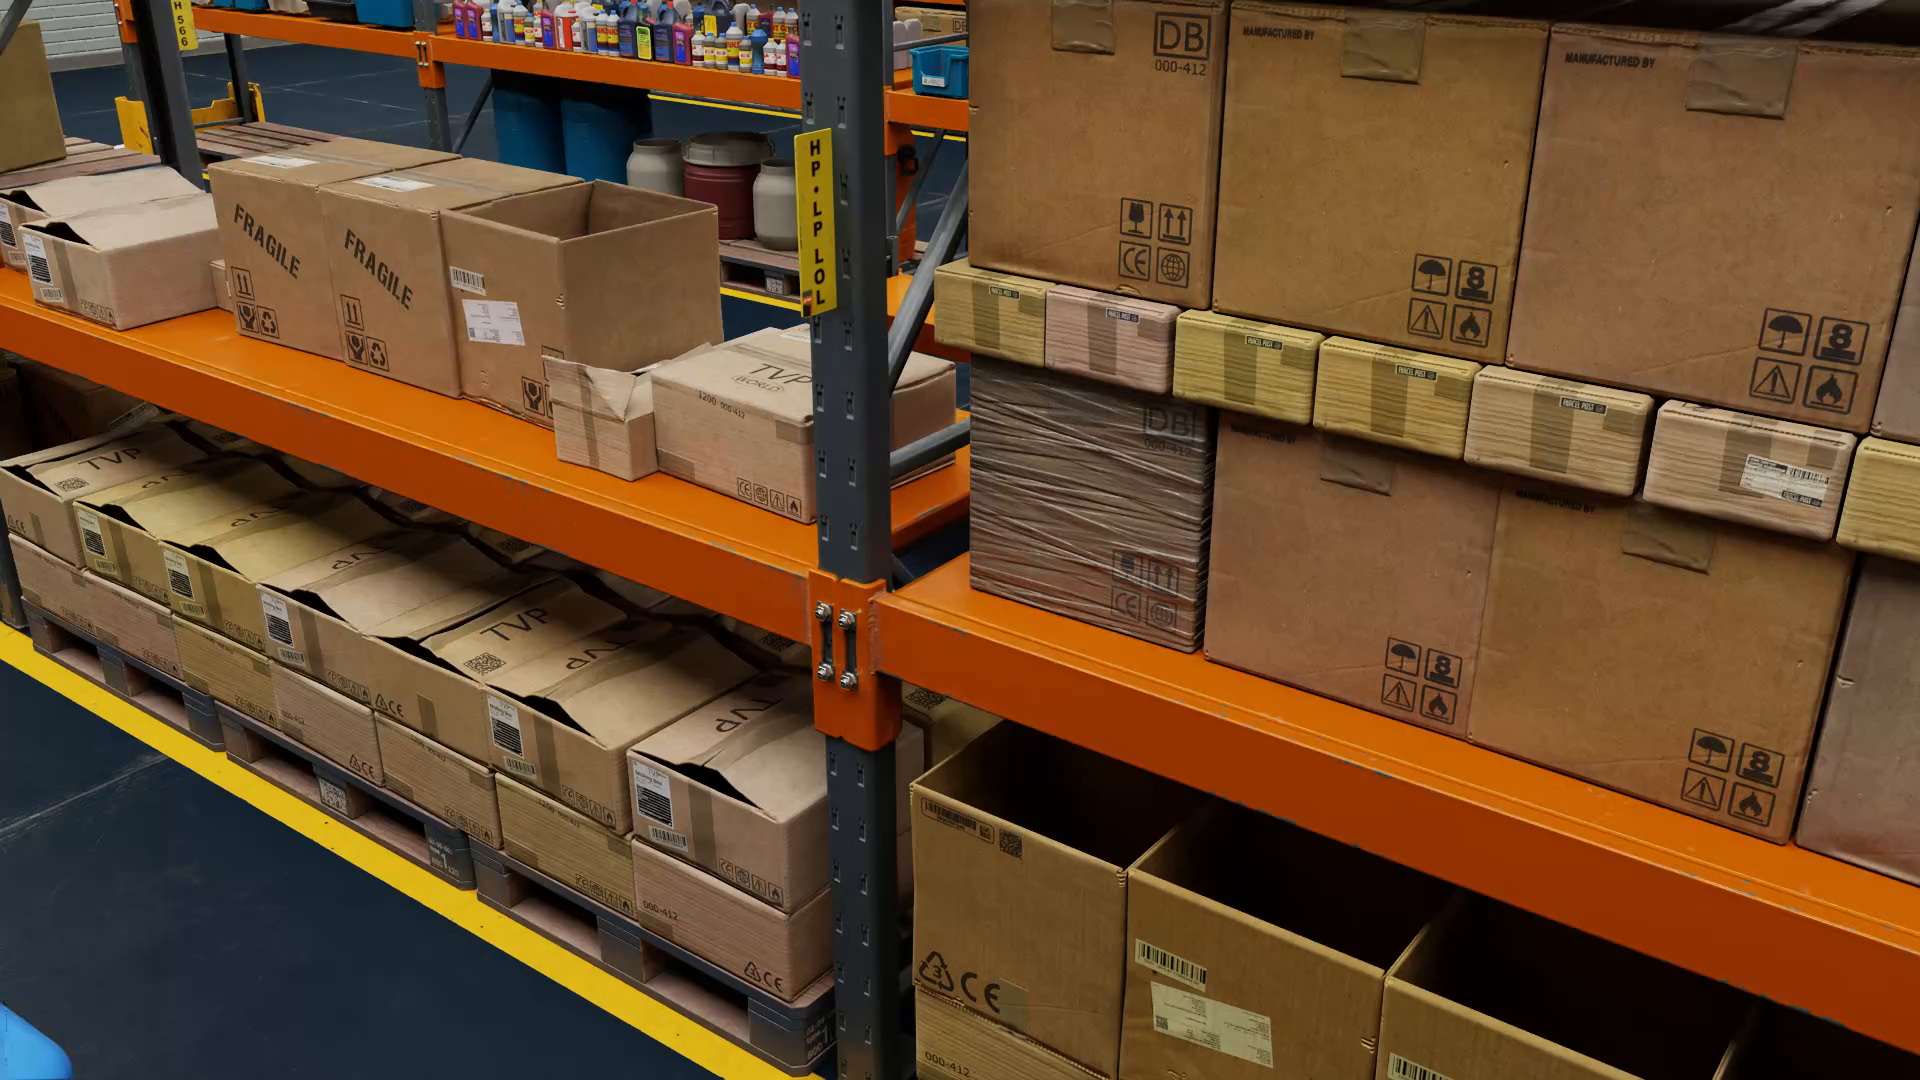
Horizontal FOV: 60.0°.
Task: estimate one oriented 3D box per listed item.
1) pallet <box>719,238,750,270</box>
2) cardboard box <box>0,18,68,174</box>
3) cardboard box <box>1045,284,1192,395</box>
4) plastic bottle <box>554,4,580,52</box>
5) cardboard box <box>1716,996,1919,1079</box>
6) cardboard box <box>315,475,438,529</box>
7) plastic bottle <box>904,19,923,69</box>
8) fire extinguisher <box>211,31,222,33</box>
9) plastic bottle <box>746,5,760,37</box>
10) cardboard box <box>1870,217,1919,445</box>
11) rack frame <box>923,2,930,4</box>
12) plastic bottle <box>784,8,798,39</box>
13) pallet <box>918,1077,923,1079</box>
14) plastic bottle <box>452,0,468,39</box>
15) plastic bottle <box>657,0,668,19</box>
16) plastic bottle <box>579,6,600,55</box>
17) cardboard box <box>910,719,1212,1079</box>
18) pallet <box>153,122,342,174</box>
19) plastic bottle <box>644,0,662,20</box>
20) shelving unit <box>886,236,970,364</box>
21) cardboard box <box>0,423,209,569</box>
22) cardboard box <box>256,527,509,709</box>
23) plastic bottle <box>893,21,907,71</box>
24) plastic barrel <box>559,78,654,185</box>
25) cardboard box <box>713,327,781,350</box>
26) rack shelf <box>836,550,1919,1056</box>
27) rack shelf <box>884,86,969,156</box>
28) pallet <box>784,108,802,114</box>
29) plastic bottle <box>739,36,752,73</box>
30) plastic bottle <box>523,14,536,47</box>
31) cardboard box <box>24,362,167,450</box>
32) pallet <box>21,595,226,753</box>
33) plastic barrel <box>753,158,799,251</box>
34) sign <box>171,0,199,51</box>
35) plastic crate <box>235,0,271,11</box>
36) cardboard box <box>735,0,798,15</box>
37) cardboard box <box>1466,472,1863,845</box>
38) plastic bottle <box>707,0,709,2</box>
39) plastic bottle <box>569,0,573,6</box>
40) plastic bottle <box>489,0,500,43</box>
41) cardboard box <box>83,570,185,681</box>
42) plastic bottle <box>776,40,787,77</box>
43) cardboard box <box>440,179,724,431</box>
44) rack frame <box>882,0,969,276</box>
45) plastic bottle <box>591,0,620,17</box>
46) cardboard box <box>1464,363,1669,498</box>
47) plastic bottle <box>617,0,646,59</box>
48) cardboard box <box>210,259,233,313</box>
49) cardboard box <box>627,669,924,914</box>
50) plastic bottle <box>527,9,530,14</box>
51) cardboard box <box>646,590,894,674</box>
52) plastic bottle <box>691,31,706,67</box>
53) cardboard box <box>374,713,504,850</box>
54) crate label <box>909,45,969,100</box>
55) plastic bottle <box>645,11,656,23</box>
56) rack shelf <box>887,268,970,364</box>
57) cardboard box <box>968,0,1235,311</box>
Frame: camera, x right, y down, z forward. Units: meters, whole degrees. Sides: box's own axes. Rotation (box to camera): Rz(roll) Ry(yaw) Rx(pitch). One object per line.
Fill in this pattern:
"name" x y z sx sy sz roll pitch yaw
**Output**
"pallet" -1.792 -2.010 11.049 1.213 0.211 1.003 17 29 33
"cardboard box" -3.710 -1.570 5.948 0.500 0.500 0.700 7 25 16
"cardboard box" 0.362 -0.403 3.017 0.250 0.149 0.380 17 29 34
"plastic bottle" -2.482 -3.265 10.594 0.135 0.276 0.152 17 29 33
"cardboard box" 1.448 1.049 2.608 0.500 0.500 0.500 17 29 33
"cardboard box" -1.749 -0.113 5.480 0.500 0.311 0.500 17 29 33
"plastic bottle" -0.317 -2.965 9.914 0.135 0.276 0.152 17 29 33
"fire extinguisher" -6.414 -4.725 14.312 0.183 0.674 0.296 17 29 33
"plastic bottle" -1.317 -3.280 10.633 0.097 0.271 0.097 0 24 0
"cardboard box" 1.626 -0.419 2.248 0.500 0.500 0.700 17 29 33
"rack frame" -0.395 -5.379 15.237 0.127 3.000 1.000 17 29 33
"plastic bottle" -1.055 -3.200 10.452 0.097 0.271 0.097 0 24 0
"pallet" 0.674 1.233 3.690 1.213 0.211 1.003 17 29 33
"plastic bottle" -3.328 -3.501 11.120 0.133 0.283 0.061 17 29 33
"plastic bottle" -1.927 -3.387 10.877 0.097 0.271 0.097 0 24 0
"plastic bottle" -2.297 -3.209 10.467 0.135 0.276 0.152 17 29 33
"cardboard box" 0.246 0.687 3.429 0.500 0.500 0.500 17 29 33
"pallet" -5.929 -3.260 13.887 1.213 0.211 1.003 17 29 33
"plastic bottle" -2.052 -3.490 11.104 0.135 0.276 0.152 17 29 33
"shelving unit" -0.005 -0.516 6.527 1.048 1.125 0.538 17 29 33
"cardboard box" -2.895 -0.185 5.644 0.500 0.311 0.500 18 29 35
"cardboard box" -1.651 0.187 4.799 0.500 0.311 0.500 16 29 33
"plastic bottle" -0.408 -2.916 9.803 0.135 0.276 0.152 17 29 33
"plastic barrel" -2.373 -2.704 11.249 0.708 0.901 0.600 17 29 33
"cardboard box" -0.524 -0.414 4.281 0.250 0.149 0.380 17 29 33
"rack shelf" 1.663 0.564 2.642 4.000 0.370 1.077 17 29 33
"rack shelf" 1.436 -2.000 8.462 4.000 0.370 1.077 17 29 33
"pallet" -0.956 -4.312 16.274 1.213 0.211 1.003 17 29 33
"plastic bottle" -1.244 -2.843 9.728 0.097 0.201 0.097 0 24 0
"plastic bottle" -2.776 -3.306 10.779 0.097 0.201 0.097 0 24 0
"cardboard box" -3.331 -0.476 6.664 0.500 0.500 0.500 18 30 35
"pallet" -2.503 0.272 5.872 1.213 0.211 1.003 17 29 33
"plastic barrel" -1.071 -2.088 10.332 0.421 0.512 0.421 0 24 0
"sign" -2.808 -1.926 5.965 0.005 0.325 0.100 17 29 33
"plastic crate" -5.272 -4.142 12.563 0.300 0.233 0.416 17 29 33
"cardboard box" -1.595 -5.002 16.496 0.875 0.875 0.875 17 29 33
"cardboard box" 1.247 0.059 2.772 0.500 0.500 0.700 17 29 34
"plastic bottle" -1.654 -3.396 10.882 0.133 0.283 0.061 17 29 33
"plastic bottle" -2.676 -3.628 11.509 0.097 0.201 0.097 0 24 0
"plastic bottle" -3.040 -3.418 10.946 0.097 0.271 0.097 0 24 0
"cardboard box" -2.492 0.193 5.482 0.500 0.250 0.500 16 28 32
"plastic bottle" -1.010 -2.772 9.568 0.097 0.201 0.097 0 24 0
"cardboard box" -0.964 -0.613 4.297 0.500 0.500 0.500 19 30 37
"rack frame" -0.164 -2.813 9.415 0.127 3.000 1.000 17 29 33
"plastic bottle" -2.372 -3.550 11.148 0.185 0.351 0.144 17 29 33
"cardboard box" 0.980 -0.217 2.594 0.250 0.149 0.380 16 28 32
"plastic bottle" -2.015 -3.156 10.254 0.185 0.351 0.144 17 29 33
"cardboard box" -2.084 -0.811 5.182 0.250 0.149 0.380 19 30 37
"cardboard box" -0.433 0.555 3.963 0.500 0.311 0.500 17 29 33
"plastic bottle" -2.870 -3.411 11.018 0.097 0.201 0.097 0 24 0
"cardboard box" -0.516 0.258 4.639 0.500 0.311 0.500 16 29 33
"plastic bottle" -1.555 -2.937 9.942 0.097 0.201 0.097 0 24 0
"cardboard box" -1.256 0.564 4.639 0.500 0.250 0.500 18 29 34
"crate label" -0.052 -2.514 8.943 0.416 0.233 0.303 17 29 33
"plastic bottle" -1.877 -3.093 10.195 0.133 0.283 0.061 17 29 33
"rack shelf" -0.005 -0.784 6.409 1.000 0.278 0.538 17 29 33
"cardboard box" 0.422 -0.783 3.074 0.500 0.500 0.700 17 29 34
